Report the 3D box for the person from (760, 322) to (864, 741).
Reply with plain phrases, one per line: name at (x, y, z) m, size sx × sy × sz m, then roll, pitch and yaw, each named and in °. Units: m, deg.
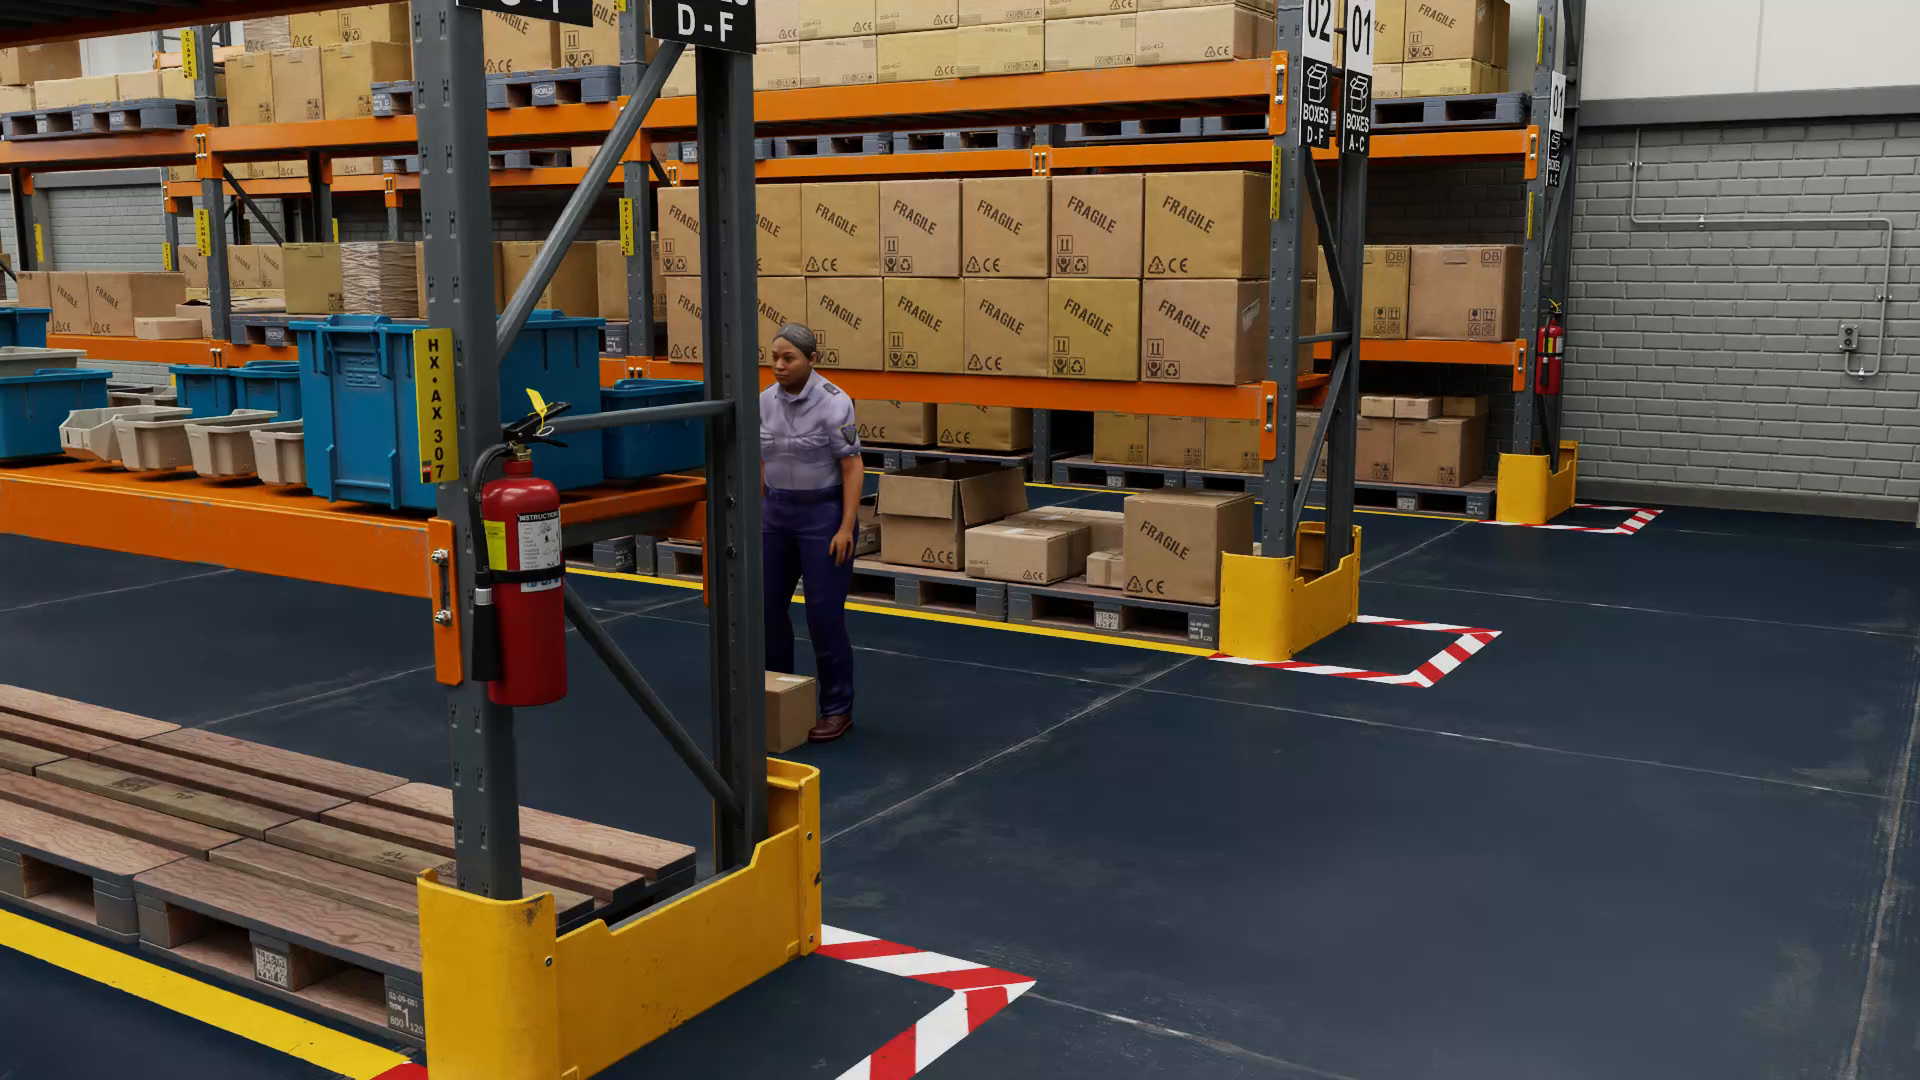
person at (-0.634, -0.046, 6.685) m, size 0.537 × 1.651 × 0.373 m, roll 6°, pitch 11°, yaw 30°
